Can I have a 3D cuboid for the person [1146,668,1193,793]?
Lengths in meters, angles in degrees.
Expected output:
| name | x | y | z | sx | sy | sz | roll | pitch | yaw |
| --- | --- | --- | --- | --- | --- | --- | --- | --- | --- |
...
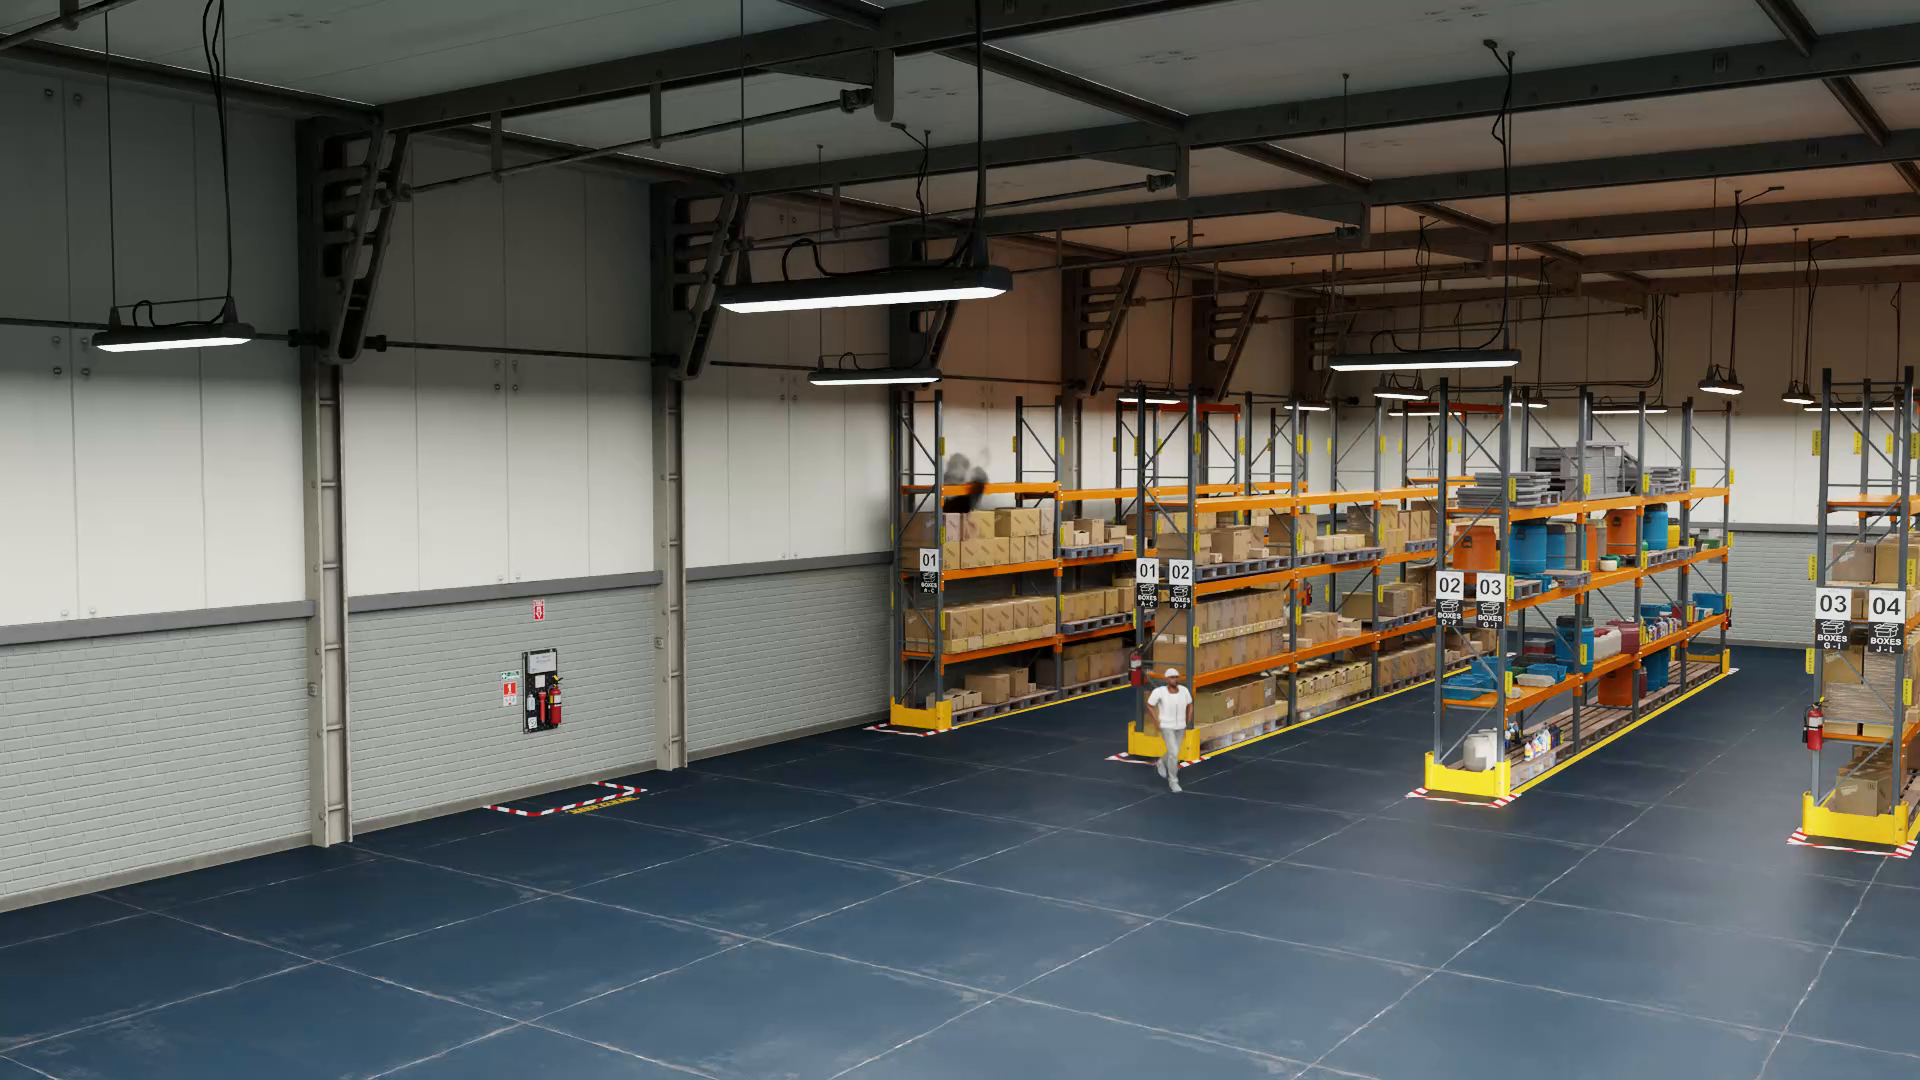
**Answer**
| name | x | y | z | sx | sy | sz | roll | pitch | yaw |
| --- | --- | --- | --- | --- | --- | --- | --- | --- | --- |
| person | 3.075 | 2.751 | 24.367 | 0.675 | 1.789 | 0.834 | -1 | 3 | -20 |
